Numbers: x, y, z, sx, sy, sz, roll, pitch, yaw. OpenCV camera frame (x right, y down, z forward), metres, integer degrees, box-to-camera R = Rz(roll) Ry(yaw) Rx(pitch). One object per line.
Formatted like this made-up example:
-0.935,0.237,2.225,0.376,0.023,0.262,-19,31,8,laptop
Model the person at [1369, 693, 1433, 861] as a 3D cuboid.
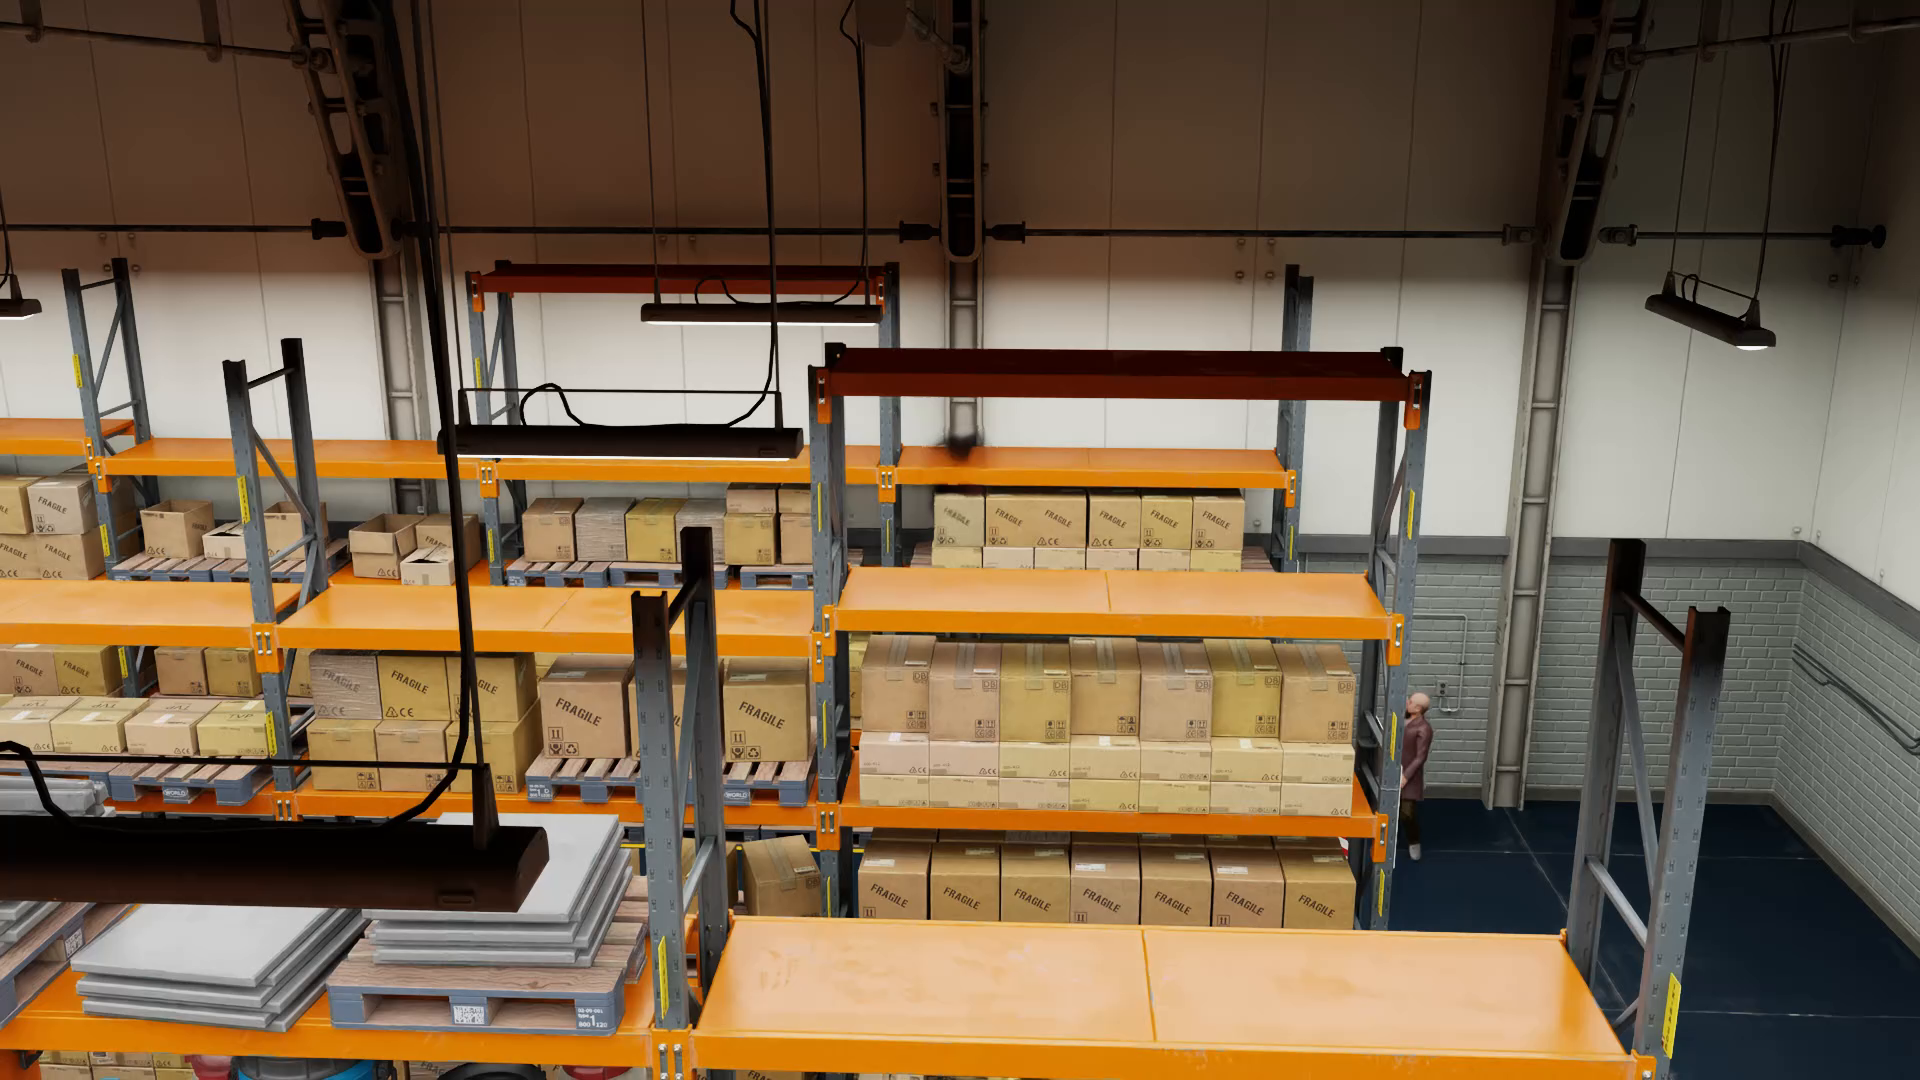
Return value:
4.543,2.416,17.133,0.545,1.779,0.641,-9,19,-30,person
